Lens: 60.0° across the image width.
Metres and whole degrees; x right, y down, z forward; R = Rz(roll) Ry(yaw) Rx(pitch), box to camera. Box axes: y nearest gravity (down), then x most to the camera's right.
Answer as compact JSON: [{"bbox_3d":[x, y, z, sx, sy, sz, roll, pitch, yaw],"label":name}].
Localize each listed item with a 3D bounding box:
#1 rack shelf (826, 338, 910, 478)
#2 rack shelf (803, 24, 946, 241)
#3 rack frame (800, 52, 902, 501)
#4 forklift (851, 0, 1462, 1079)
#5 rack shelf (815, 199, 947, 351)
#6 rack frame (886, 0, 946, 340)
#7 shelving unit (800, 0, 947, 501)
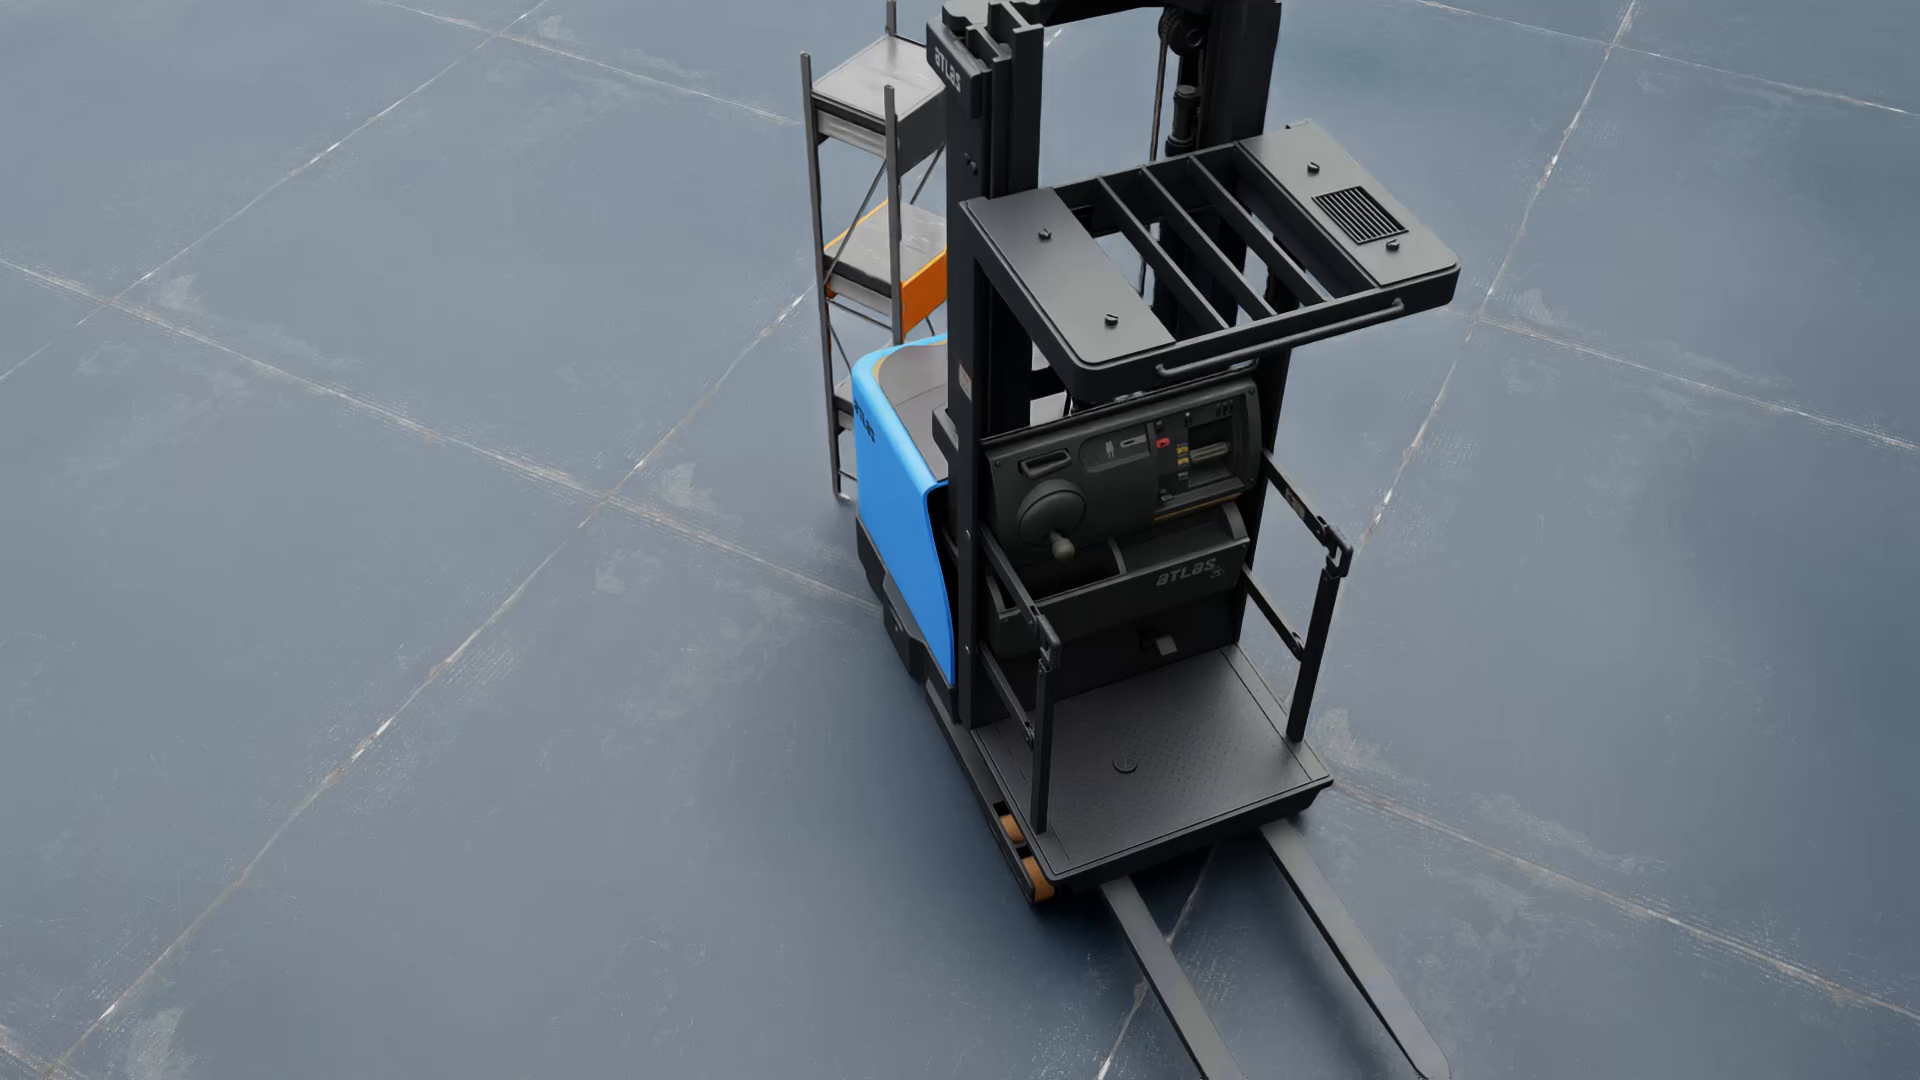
[{"bbox_3d":[-0.244,-0.502,7.053,0.431,0.518,0.480,27,51,24],"label":"rack shelf"},{"bbox_3d":[-0.244,-1.486,6.058,0.431,0.518,0.480,27,51,24],"label":"rack shelf"},{"bbox_3d":[-0.386,-0.863,6.407,0.400,2.100,0.015,27,51,24],"label":"rack frame"},{"bbox_3d":[0.613,-0.123,5.091,1.130,2.935,3.031,-17,48,-16],"label":"forklift"},{"bbox_3d":[-0.244,-0.994,6.556,0.431,0.518,0.480,27,51,24],"label":"rack shelf"},{"bbox_3d":[-0.102,-1.145,6.685,0.400,2.100,0.015,27,51,24],"label":"rack frame"},{"bbox_3d":[-0.244,-1.004,6.546,0.431,2.100,0.503,27,51,24],"label":"shelving unit"}]
